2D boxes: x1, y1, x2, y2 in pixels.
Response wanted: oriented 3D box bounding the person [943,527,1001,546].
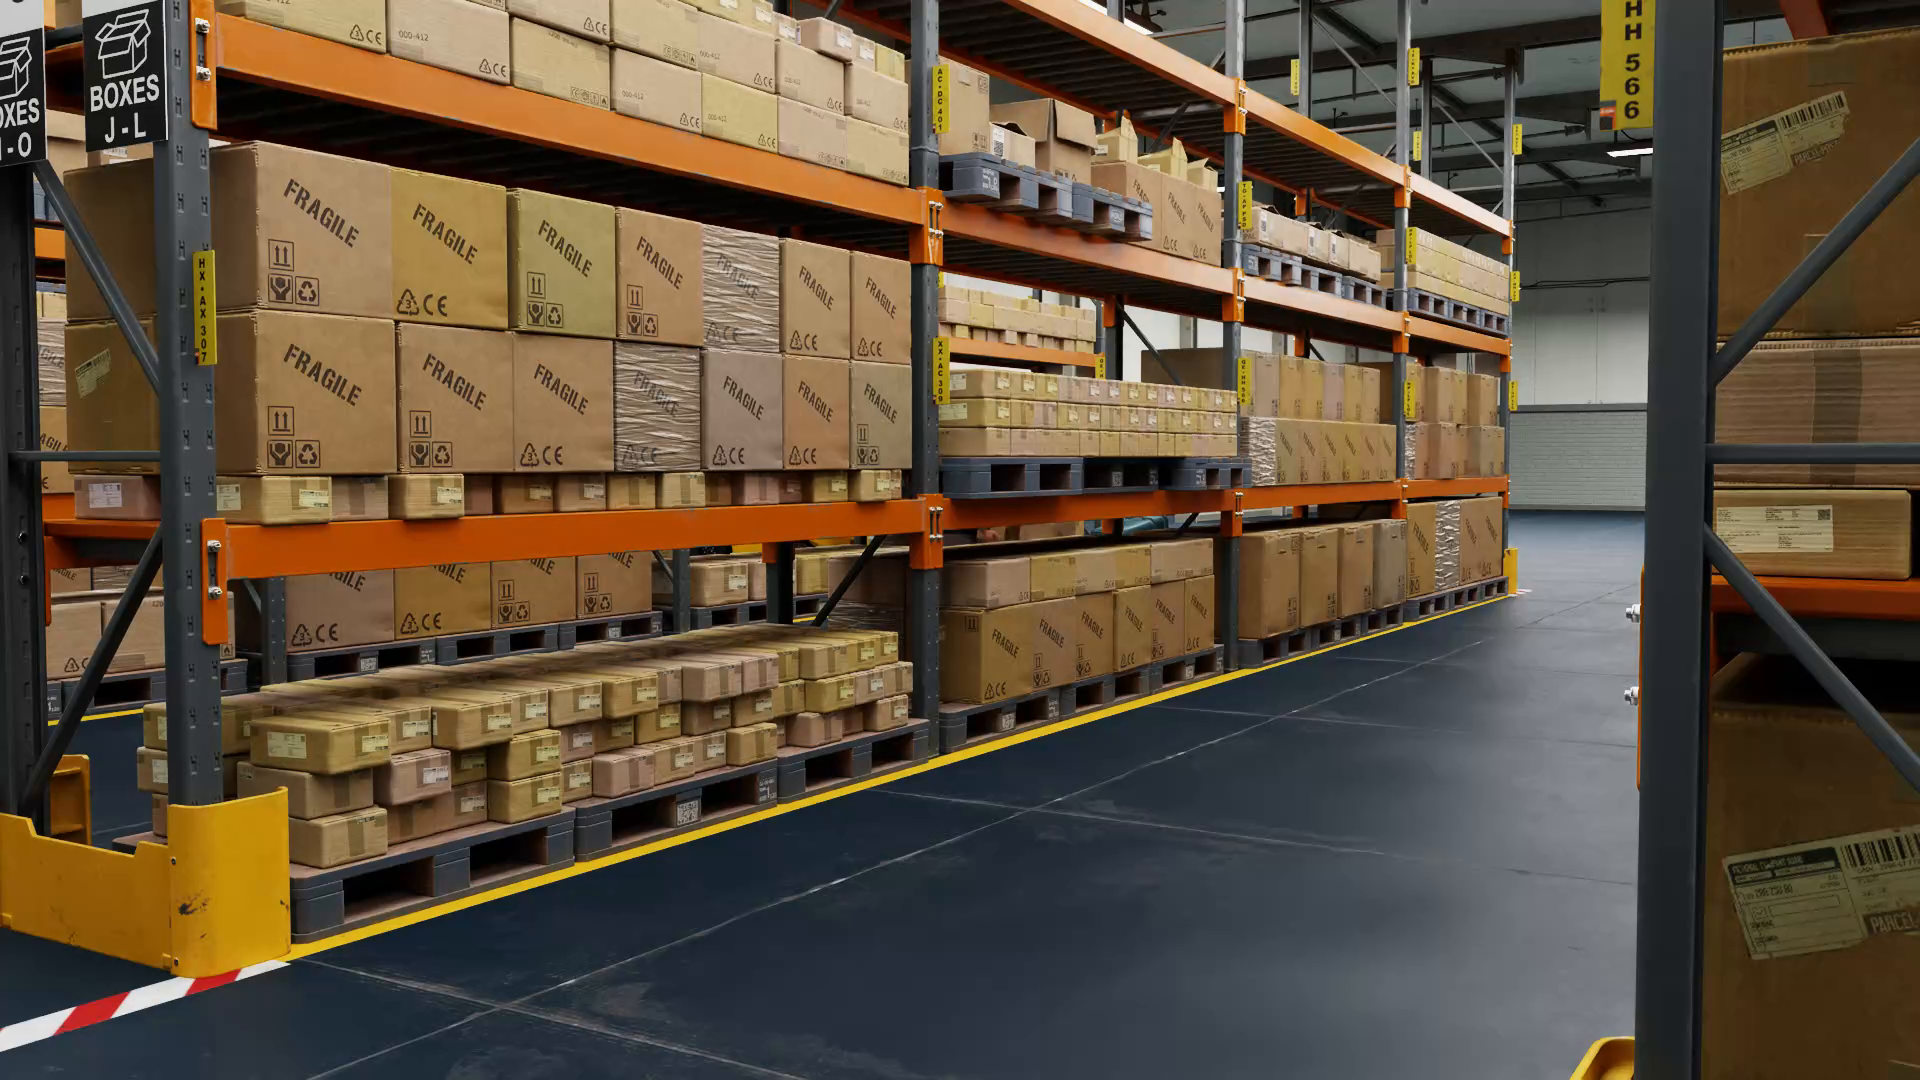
[{"bbox_3d":[0.155,-0.005,13.308,0.558,1.720,0.494,2,3,30],"label":"person"}]
